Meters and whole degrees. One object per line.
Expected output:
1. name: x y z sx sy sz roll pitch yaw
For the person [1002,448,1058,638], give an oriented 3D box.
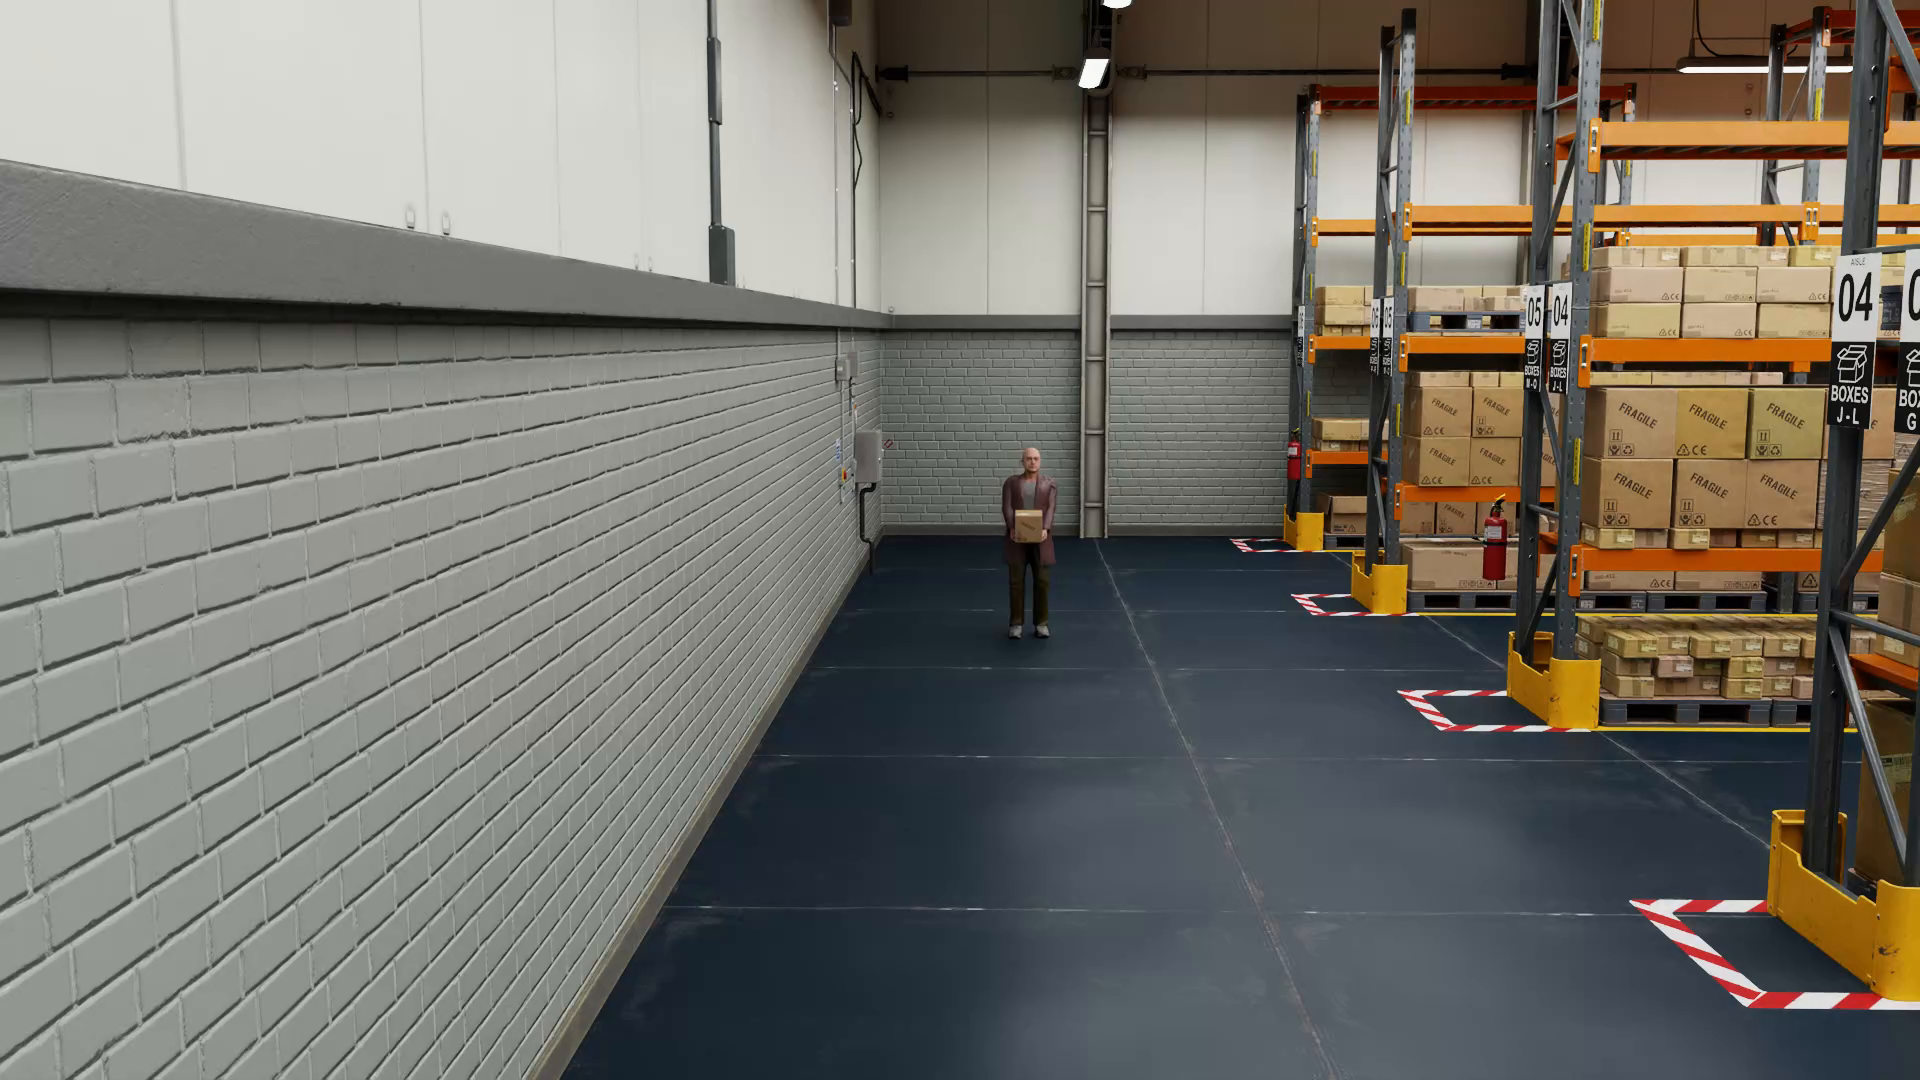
1. person: 0.653 0.031 15.597 0.527 1.769 0.563 0 7 2
